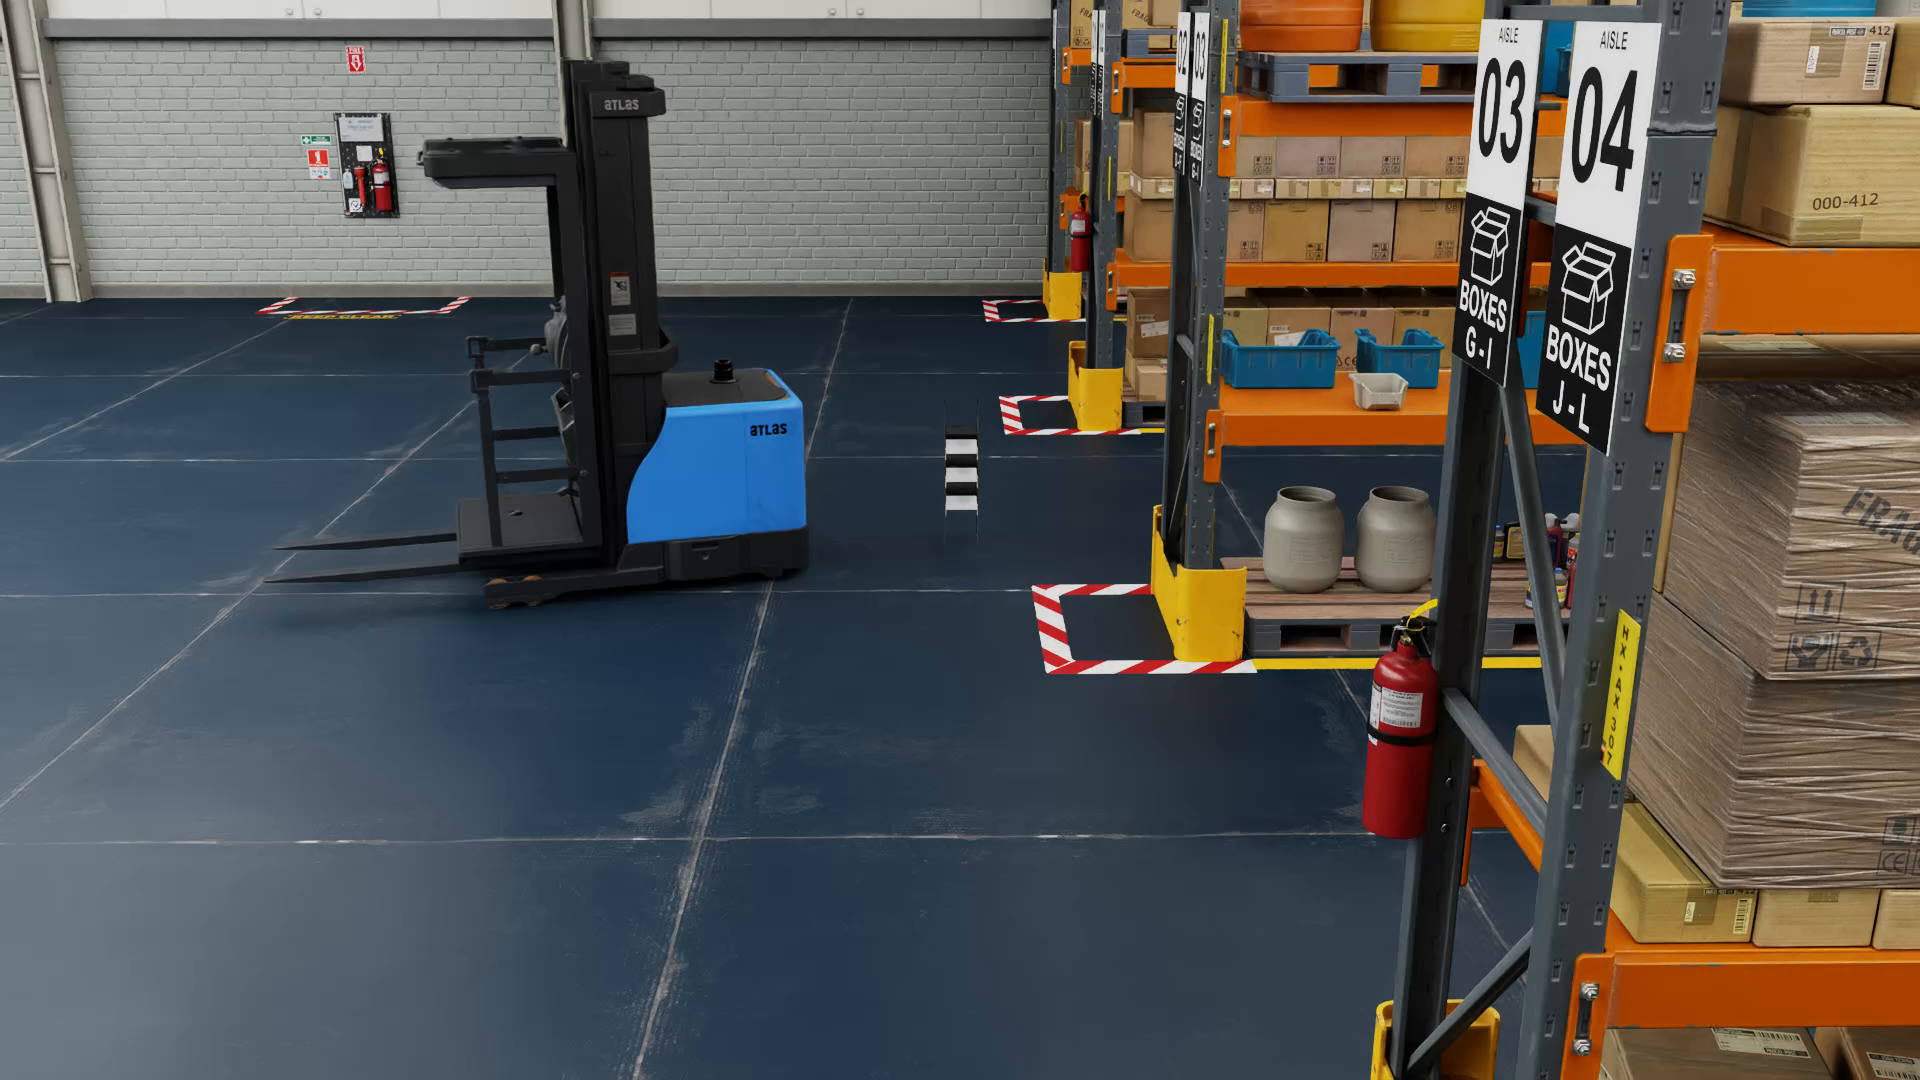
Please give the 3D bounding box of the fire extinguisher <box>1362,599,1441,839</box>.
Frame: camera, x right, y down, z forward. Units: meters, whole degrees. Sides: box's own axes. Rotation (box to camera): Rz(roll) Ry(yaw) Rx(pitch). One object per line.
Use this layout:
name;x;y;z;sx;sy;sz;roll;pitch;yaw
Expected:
fire extinguisher;1.166;0.448;4.369;0.183;0.674;0.296;0;18;-1

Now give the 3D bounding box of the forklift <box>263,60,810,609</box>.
forklift;-2.470;-1.188;9.454;3.031;2.935;1.130;-5;19;-16

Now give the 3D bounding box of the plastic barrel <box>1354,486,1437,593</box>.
plastic barrel;2.368;-0.006;9.041;0.421;0.512;0.421;0;18;0

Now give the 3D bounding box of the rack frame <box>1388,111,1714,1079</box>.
rack frame;1.288;0.551;3.920;0.127;3.000;1.000;0;18;-1

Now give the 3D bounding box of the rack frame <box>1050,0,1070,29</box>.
rack frame;1.053;-6.844;17.151;0.127;3.000;1.000;0;18;-1

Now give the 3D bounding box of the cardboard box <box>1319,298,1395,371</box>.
cardboard box;3.175;-1.664;13.409;0.500;0.500;0.500;0;18;-1

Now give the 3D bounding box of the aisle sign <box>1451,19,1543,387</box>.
aisle sign;1.221;-0.778;3.807;0.004;0.787;0.394;0;18;-1

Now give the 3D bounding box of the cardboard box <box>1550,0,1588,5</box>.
cardboard box;4.627;-4.315;13.096;0.500;0.500;0.500;1;18;4

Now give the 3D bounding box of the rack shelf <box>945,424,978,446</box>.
rack shelf;0.008;-0.654;10.338;0.200;0.077;0.258;0;18;-1

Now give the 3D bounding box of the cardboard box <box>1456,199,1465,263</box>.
cardboard box;4.164;-2.533;13.369;0.500;0.500;0.700;0;18;-1

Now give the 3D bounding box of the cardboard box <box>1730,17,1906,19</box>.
cardboard box;1.823;-1.058;3.617;0.250;0.149;0.380;-1;18;-3

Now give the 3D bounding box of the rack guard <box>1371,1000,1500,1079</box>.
rack guard;1.364;1.741;4.303;0.348;0.500;1.175;0;18;-1

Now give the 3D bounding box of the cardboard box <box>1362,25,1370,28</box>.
cardboard box;4.046;-5.416;17.413;0.500;0.500;0.500;-2;18;-6

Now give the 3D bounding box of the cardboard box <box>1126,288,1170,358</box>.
cardboard box;1.667;-1.816;13.884;0.500;0.500;0.500;0;18;-1

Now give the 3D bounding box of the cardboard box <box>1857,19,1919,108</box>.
cardboard box;1.828;-0.898;3.119;0.250;0.149;0.380;0;18;0

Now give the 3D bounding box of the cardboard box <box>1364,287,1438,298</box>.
cardboard box;3.666;-1.830;13.929;0.500;0.500;0.500;0;18;-1

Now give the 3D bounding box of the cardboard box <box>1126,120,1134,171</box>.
cardboard box;2.030;-4.193;17.692;0.500;0.500;0.500;0;18;-1

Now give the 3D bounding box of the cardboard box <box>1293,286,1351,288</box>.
cardboard box;4.016;-3.009;18.389;0.500;0.500;0.500;-2;18;-5

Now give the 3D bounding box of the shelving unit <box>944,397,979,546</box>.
shelving unit;0.008;-0.429;10.410;0.210;0.900;0.258;0;18;-1

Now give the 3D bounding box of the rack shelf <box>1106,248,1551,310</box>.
rack shelf;3.135;-2.142;13.491;4.000;0.370;1.077;0;18;-1

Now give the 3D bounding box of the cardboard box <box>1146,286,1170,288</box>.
cardboard box;2.317;-2.895;18.344;0.500;0.311;0.500;1;18;4

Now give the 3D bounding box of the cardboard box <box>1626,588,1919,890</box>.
cardboard box;1.838;0.367;3.841;0.500;0.500;0.875;0;18;-1

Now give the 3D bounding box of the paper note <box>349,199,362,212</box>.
paper note;-6.909;-3.827;19.008;0.142;0.148;0.016;0;18;-1

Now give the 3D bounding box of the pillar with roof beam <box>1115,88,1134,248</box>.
pillar with roof beam;1.808;-5.797;13.887;0.400;9.000;9.100;0;18;-1

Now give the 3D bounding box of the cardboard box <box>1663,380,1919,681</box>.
cardboard box;1.842;-0.034;3.455;0.500;0.500;0.500;0;18;-1

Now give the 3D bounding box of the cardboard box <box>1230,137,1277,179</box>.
cardboard box;2.181;-3.143;13.147;0.500;0.500;0.700;-1;18;-2

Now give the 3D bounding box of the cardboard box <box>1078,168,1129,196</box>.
cardboard box;1.546;-3.831;17.793;0.500;0.250;0.500;-1;18;-2

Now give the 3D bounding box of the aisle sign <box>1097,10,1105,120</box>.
aisle sign;1.074;-3.619;12.662;0.004;0.787;0.394;0;18;-1

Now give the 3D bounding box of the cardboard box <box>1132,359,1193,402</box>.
cardboard box;1.675;-1.300;13.504;0.500;0.250;0.500;0;18;-1

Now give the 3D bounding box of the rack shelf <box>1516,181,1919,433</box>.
rack shelf;3.288;-0.545;3.601;4.000;0.370;1.077;0;18;-1

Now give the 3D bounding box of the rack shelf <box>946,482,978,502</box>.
rack shelf;0.008;-0.311;10.448;0.200;0.077;0.258;0;18;-1

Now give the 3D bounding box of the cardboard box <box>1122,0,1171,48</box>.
cardboard box;1.929;-5.390;17.332;0.500;0.500;0.500;1;18;3

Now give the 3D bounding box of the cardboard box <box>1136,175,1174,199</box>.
cardboard box;1.531;-2.767;13.038;0.250;0.149;0.380;0;18;-1

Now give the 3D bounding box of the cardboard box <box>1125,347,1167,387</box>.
cardboard box;1.667;-1.458;13.997;0.500;0.250;0.500;0;18;-1

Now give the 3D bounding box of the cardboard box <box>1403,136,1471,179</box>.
cardboard box;3.685;-3.150;13.170;0.500;0.500;0.700;0;18;-1

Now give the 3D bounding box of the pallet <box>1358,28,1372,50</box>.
pallet;3.066;-3.863;12.914;1.213;0.211;1.003;0;18;-1

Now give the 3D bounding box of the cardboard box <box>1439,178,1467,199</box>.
cardboard box;3.849;-2.779;13.076;0.250;0.149;0.380;0;18;-1

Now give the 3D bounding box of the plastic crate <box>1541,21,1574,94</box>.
plastic crate;3.112;-2.484;8.495;0.575;0.384;0.392;0;18;-1

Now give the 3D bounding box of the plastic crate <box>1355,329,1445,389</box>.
plastic crate;2.355;-0.986;8.955;0.408;0.251;0.499;0;18;-1

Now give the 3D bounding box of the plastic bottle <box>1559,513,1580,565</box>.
plastic bottle;3.430;-0.011;9.409;0.135;0.276;0.152;-1;18;-2

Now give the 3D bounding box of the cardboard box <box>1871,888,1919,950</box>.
cardboard box;2.077;0.750;3.710;0.250;0.149;0.380;0;18;-1

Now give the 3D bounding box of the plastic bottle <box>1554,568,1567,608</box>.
plastic bottle;3.131;0.247;8.728;0.097;0.201;0.097;0;18;0

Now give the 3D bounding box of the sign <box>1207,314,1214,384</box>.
sign;1.214;-0.926;8.069;0.005;0.325;0.100;0;18;-1

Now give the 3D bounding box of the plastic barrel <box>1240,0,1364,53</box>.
plastic barrel;1.694;-2.836;8.176;0.708;0.830;0.600;0;18;-1

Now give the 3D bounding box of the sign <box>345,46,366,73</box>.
sign;-6.741;-5.360;18.551;0.199;0.298;0.001;0;18;-1

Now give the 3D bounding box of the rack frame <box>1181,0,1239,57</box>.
rack frame;1.210;-3.818;7.719;0.127;3.000;1.000;0;18;-1

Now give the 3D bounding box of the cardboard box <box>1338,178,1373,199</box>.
cardboard box;3.068;-2.774;13.060;0.250;0.149;0.380;0;18;0

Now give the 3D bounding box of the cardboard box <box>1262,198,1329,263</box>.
cardboard box;2.624;-2.525;13.345;0.500;0.500;0.700;0;18;0

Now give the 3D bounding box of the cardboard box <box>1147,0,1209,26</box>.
cardboard box;1.710;-4.220;12.797;0.637;0.503;0.797;1;18;3

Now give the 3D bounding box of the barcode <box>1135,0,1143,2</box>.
barcode;1.429;-4.328;13.268;0.075;0.075;0.001;0;18;-1

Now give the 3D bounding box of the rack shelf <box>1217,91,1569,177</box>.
rack shelf;3.209;-2.057;8.317;4.000;0.370;1.077;0;18;-1

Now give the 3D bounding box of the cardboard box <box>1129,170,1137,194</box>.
cardboard box;1.514;-2.891;13.424;0.250;0.149;0.380;-1;18;-2

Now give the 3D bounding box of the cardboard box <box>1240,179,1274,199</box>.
cardboard box;2.297;-2.771;13.049;0.250;0.149;0.380;-1;18;-2

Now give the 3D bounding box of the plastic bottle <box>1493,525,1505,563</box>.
plastic bottle;3.039;0.018;9.441;0.097;0.201;0.097;0;18;0
